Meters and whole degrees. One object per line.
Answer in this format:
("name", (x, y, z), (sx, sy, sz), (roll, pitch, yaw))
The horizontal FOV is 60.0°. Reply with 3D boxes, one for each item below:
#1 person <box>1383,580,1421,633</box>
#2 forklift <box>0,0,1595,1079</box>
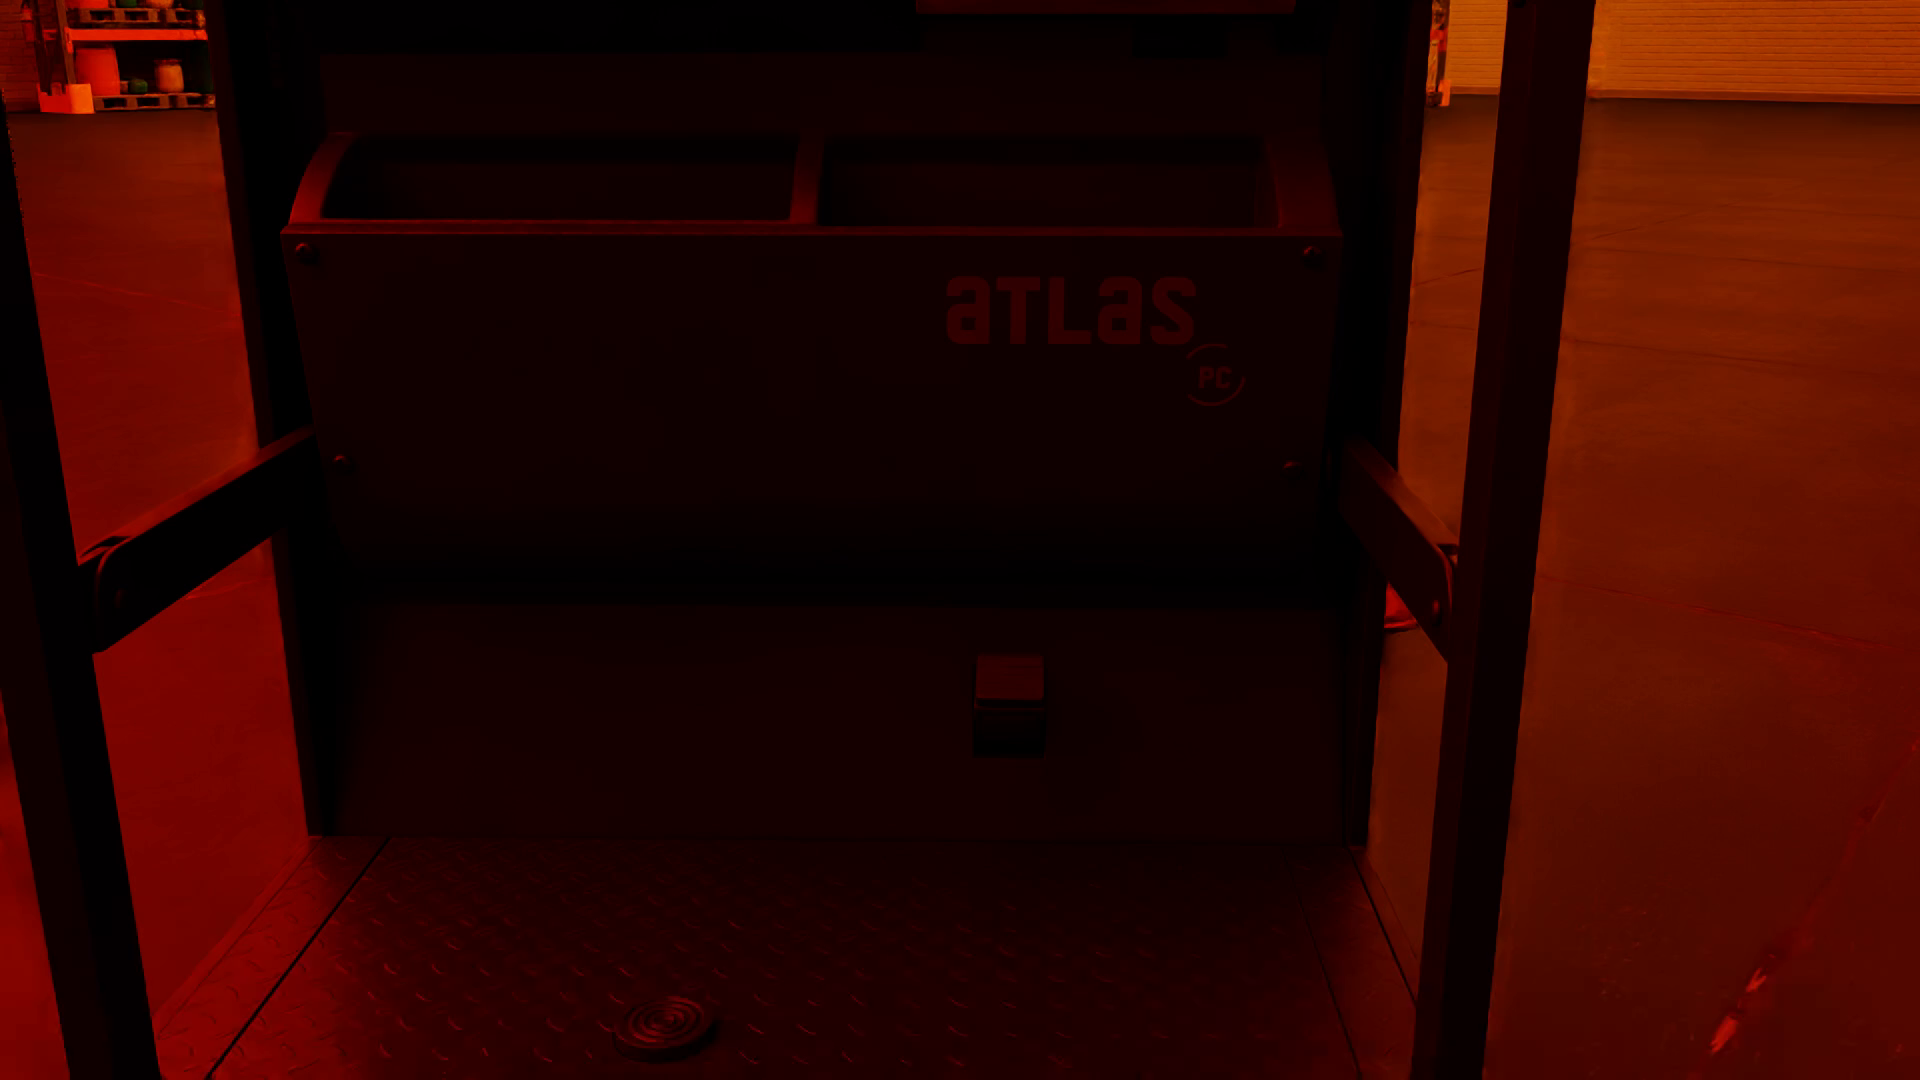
("person", (0.267, -0.566, 3.282), (1.279, 1.461, 0.798), (15, 22, 40))
("forklift", (-0.133, -0.693, 1.178), (1.130, 2.935, 3.031), (0, 17, 1))
